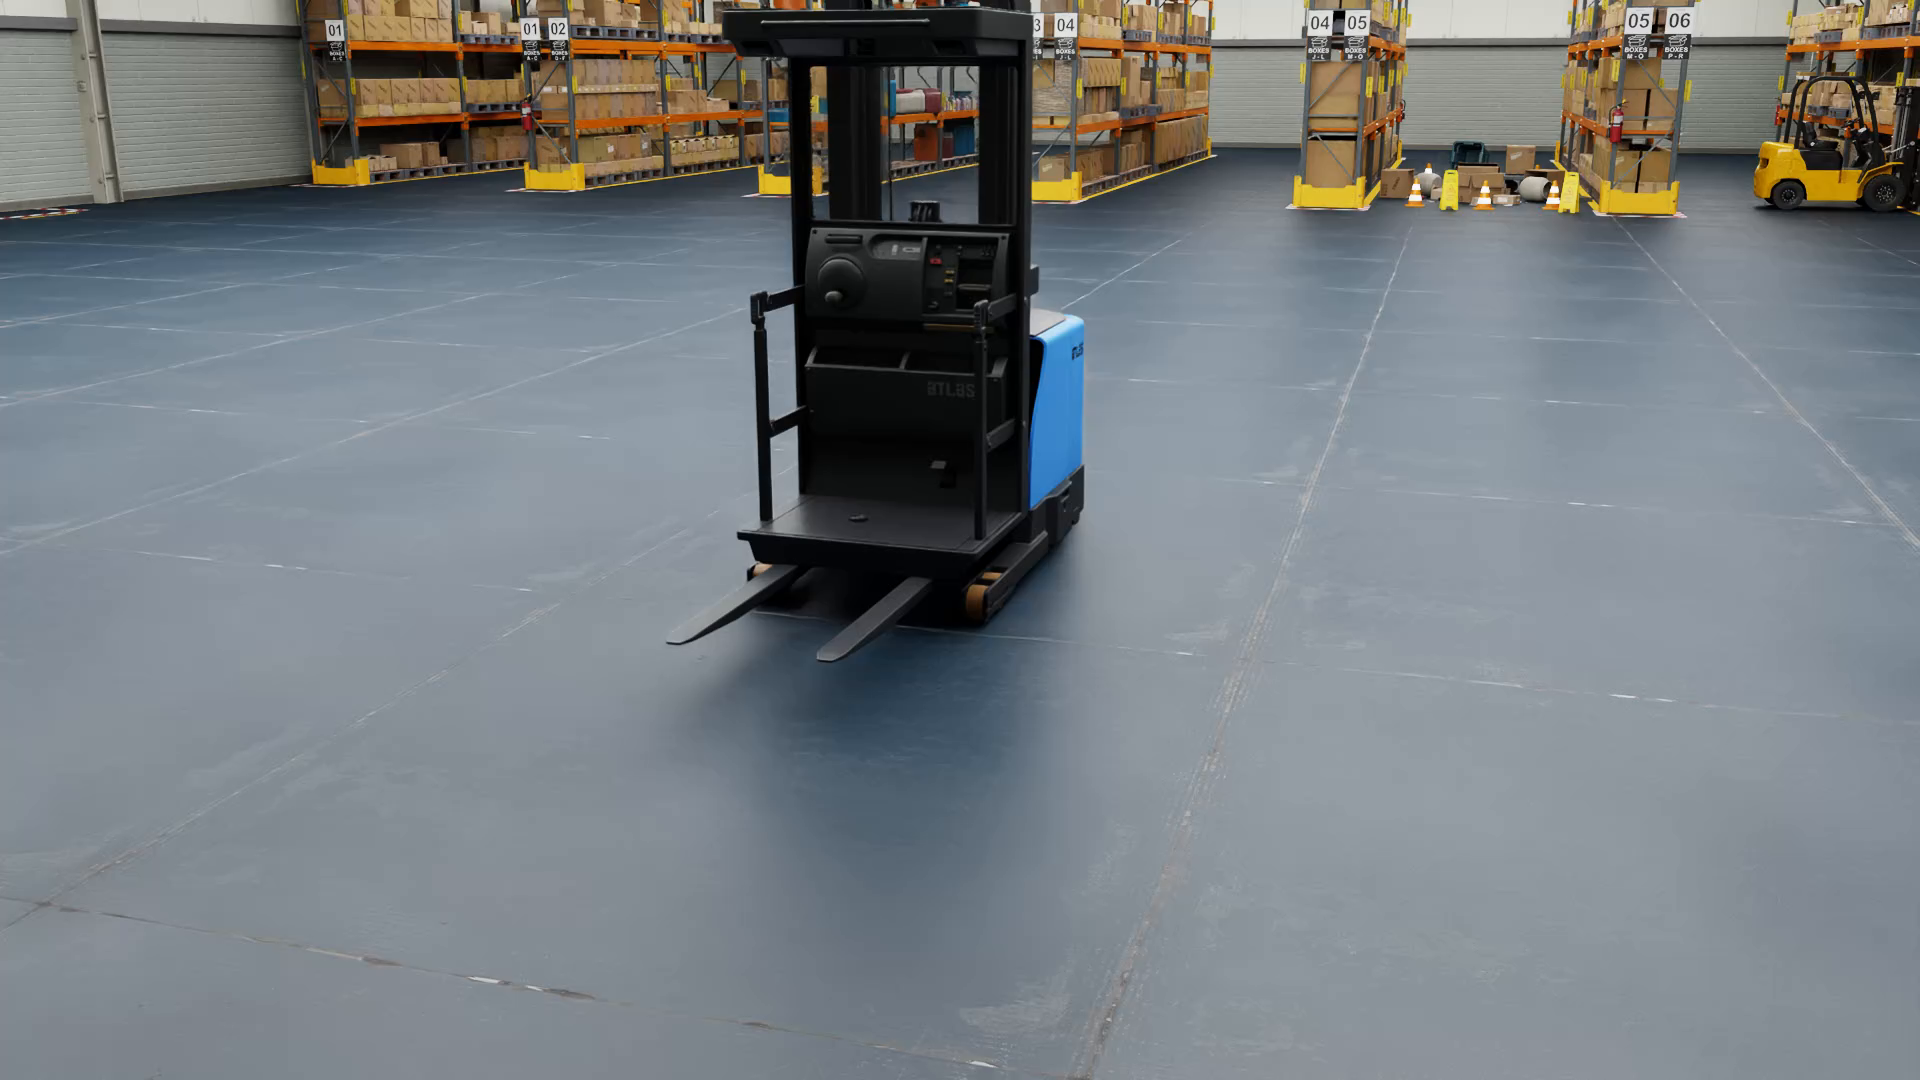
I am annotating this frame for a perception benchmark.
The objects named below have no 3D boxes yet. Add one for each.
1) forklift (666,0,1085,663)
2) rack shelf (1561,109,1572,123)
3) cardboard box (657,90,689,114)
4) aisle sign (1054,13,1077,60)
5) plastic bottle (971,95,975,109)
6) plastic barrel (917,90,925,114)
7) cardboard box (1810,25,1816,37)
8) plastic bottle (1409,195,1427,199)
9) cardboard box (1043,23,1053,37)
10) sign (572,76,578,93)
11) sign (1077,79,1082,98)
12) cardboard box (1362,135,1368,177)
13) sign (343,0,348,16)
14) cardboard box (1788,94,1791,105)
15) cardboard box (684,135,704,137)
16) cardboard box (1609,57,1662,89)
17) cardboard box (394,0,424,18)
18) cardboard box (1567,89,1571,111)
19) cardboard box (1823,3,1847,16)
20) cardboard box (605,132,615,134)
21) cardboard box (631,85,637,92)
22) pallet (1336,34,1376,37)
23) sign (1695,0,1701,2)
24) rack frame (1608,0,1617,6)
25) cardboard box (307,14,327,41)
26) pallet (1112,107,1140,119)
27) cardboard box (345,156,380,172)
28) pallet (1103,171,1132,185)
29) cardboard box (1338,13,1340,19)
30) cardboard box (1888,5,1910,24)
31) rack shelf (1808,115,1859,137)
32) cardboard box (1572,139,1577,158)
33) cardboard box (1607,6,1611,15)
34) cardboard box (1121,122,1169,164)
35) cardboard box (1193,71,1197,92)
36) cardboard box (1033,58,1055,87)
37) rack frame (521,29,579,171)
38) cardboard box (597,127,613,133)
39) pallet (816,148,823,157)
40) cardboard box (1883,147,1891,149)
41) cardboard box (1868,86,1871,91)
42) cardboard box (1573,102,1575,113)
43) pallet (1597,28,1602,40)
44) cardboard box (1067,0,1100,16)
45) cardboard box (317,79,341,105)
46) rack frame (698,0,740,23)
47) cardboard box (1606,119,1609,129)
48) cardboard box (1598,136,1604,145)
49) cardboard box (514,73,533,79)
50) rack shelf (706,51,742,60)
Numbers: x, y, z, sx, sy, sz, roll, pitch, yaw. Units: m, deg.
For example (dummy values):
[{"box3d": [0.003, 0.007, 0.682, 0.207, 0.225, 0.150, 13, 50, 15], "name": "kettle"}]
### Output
[{"box3d": [-0.302, -1.179, 7.116, 1.130, 2.935, 3.031, 5, 17, 18], "name": "forklift"}, {"box3d": [15.054, -10.110, 39.795, 1.077, 0.370, 4.000, 5, 16, 16], "name": "rack shelf"}, {"box3d": [-6.403, -9.763, 37.071, 0.500, 0.500, 0.500, 6, 17, 20], "name": "cardboard box"}, {"box3d": [1.844, -8.773, 28.999, 0.394, 0.787, 0.004, 5, 16, 16], "name": "aisle sign"}, {"box3d": [0.288, -10.796, 40.985, 0.144, 0.351, 0.185, 5, 16, 16], "name": "plastic bottle"}, {"box3d": [-0.989, -9.807, 37.204, 0.421, 0.512, 0.421, 0, 16, 0], "name": "plastic barrel"}, {"box3d": [19.280, -11.346, 37.065, 0.500, 0.250, 0.500, 4, 16, 14], "name": "cardboard box"}, {"box3d": [8.290, -6.202, 30.084, 0.283, 0.061, 0.133, -1, 16, -3], "name": "plastic bottle"}, {"box3d": [1.467, -9.079, 29.618, 0.500, 0.250, 0.500, 5, 17, 17], "name": "cardboard box"}, {"box3d": [-7.393, -8.741, 31.919, 0.100, 0.325, 0.005, 5, 16, 16], "name": "sign"}, {"box3d": [2.094, -7.936, 29.227, 0.100, 0.325, 0.005, 5, 16, 16], "name": "sign"}, {"box3d": [7.191, -7.218, 31.405, 0.875, 0.875, 0.875, 5, 17, 17], "name": "cardboard box"}, {"box3d": [-12.153, -10.536, 32.879, 0.100, 0.325, 0.005, 5, 16, 16], "name": "sign"}, {"box3d": [19.711, -10.304, 38.890, 0.500, 0.250, 0.500, 4, 16, 15], "name": "cardboard box"}, {"box3d": [-6.221, -9.321, 38.936, 0.500, 0.311, 0.500, 4, 16, 14], "name": "cardboard box"}, {"box3d": [11.011, -7.616, 27.124, 0.700, 0.500, 0.500, 4, 16, 15], "name": "cardboard box"}, {"box3d": [-11.703, -11.309, 35.154, 0.500, 0.500, 0.500, 4, 16, 14], "name": "cardboard box"}, {"box3d": [14.642, -10.390, 39.280, 0.500, 0.500, 0.500, 4, 16, 15], "name": "cardboard box"}, {"box3d": [18.825, -11.412, 35.773, 0.396, 0.266, 0.258, 4, 16, 15], "name": "cardboard box"}, {"box3d": [-7.353, -8.389, 35.304, 0.500, 0.500, 0.500, 5, 16, 16], "name": "cardboard box"}, {"box3d": [-6.949, -9.384, 34.545, 0.380, 0.149, 0.250, 5, 16, 16], "name": "cardboard box"}, {"box3d": [7.650, -9.792, 32.209, 0.805, 0.209, 1.217, 4, 16, 14], "name": "pallet"}, {"box3d": [11.595, -8.615, 26.107, 0.100, 0.325, 0.005, 5, 16, 16], "name": "sign"}, {"box3d": [12.212, -10.726, 29.655, 1.000, 3.000, 0.127, 5, 16, 16], "name": "rack frame"}, {"box3d": [-12.798, -10.344, 33.584, 0.500, 0.500, 0.500, 6, 17, 20], "name": "cardboard box"}, {"box3d": [3.067, -8.705, 33.874, 1.003, 0.211, 1.213, 5, 16, 16], "name": "pallet"}, {"box3d": [-12.391, -7.806, 34.476, 0.500, 0.311, 0.500, 3, 16, 10], "name": "cardboard box"}, {"box3d": [2.930, -7.471, 34.282, 1.003, 0.211, 1.213, 5, 16, 16], "name": "pallet"}, {"box3d": [6.504, -9.236, 29.404, 0.380, 0.149, 0.250, 5, 17, 17], "name": "cardboard box"}, {"box3d": [17.162, -9.515, 30.094, 0.500, 0.311, 0.500, 4, 16, 14], "name": "cardboard box"}, {"box3d": [18.677, -8.680, 34.752, 1.077, 0.370, 4.000, 5, 16, 16], "name": "rack shelf"}, {"box3d": [15.021, -9.293, 39.520, 0.875, 0.438, 0.875, 4, 16, 14], "name": "cardboard box"}, {"box3d": [11.809, -9.489, 29.788, 0.380, 0.149, 0.250, 4, 16, 15], "name": "cardboard box"}, {"box3d": [4.063, -9.014, 37.736, 1.225, 0.875, 0.875, 4, 16, 13], "name": "cardboard box"}, {"box3d": [5.656, -11.503, 41.744, 0.500, 0.500, 0.500, 4, 16, 14], "name": "cardboard box"}, {"box3d": [1.493, -8.397, 29.877, 0.500, 0.500, 0.500, 5, 16, 16], "name": "cardboard box"}, {"box3d": [-7.923, -8.331, 32.205, 1.000, 3.000, 0.127, 5, 16, 16], "name": "rack frame"}, {"box3d": [-9.573, -10.609, 43.405, 0.750, 0.750, 0.750, 5, 17, 18], "name": "cardboard box"}, {"box3d": [-4.317, -10.309, 44.287, 1.003, 0.211, 1.213, 5, 16, 16], "name": "pallet"}, {"box3d": [17.549, -7.052, 31.278, 0.875, 0.625, 0.625, 4, 16, 14], "name": "cardboard box"}, {"box3d": [17.551, -8.594, 31.758, 0.380, 0.149, 0.250, 5, 17, 16], "name": "cardboard box"}, {"box3d": [13.962, -9.631, 37.061, 0.500, 0.250, 0.500, 4, 16, 15], "name": "cardboard box"}, {"box3d": [12.781, -9.618, 31.587, 1.213, 0.211, 1.003, 5, 16, 16], "name": "pallet"}, {"box3d": [2.255, -9.804, 30.257, 0.500, 0.500, 0.500, 5, 16, 16], "name": "cardboard box"}, {"box3d": [-12.743, -9.152, 33.964, 0.500, 0.500, 0.500, 4, 16, 15], "name": "cardboard box"}, {"box3d": [-5.650, -13.310, 38.765, 1.000, 3.000, 0.127, 5, 16, 16], "name": "rack frame"}, {"box3d": [11.080, -6.997, 27.962, 0.380, 0.149, 0.250, 5, 17, 17], "name": "cardboard box"}, {"box3d": [11.548, -7.096, 29.556, 0.380, 0.149, 0.250, 5, 17, 18], "name": "cardboard box"}, {"box3d": [-10.547, -11.201, 40.145, 0.380, 0.149, 0.250, 2, 16, 7], "name": "cardboard box"}, {"box3d": [-5.081, -12.044, 41.118, 1.077, 0.370, 4.000, 5, 16, 16], "name": "rack shelf"}]
